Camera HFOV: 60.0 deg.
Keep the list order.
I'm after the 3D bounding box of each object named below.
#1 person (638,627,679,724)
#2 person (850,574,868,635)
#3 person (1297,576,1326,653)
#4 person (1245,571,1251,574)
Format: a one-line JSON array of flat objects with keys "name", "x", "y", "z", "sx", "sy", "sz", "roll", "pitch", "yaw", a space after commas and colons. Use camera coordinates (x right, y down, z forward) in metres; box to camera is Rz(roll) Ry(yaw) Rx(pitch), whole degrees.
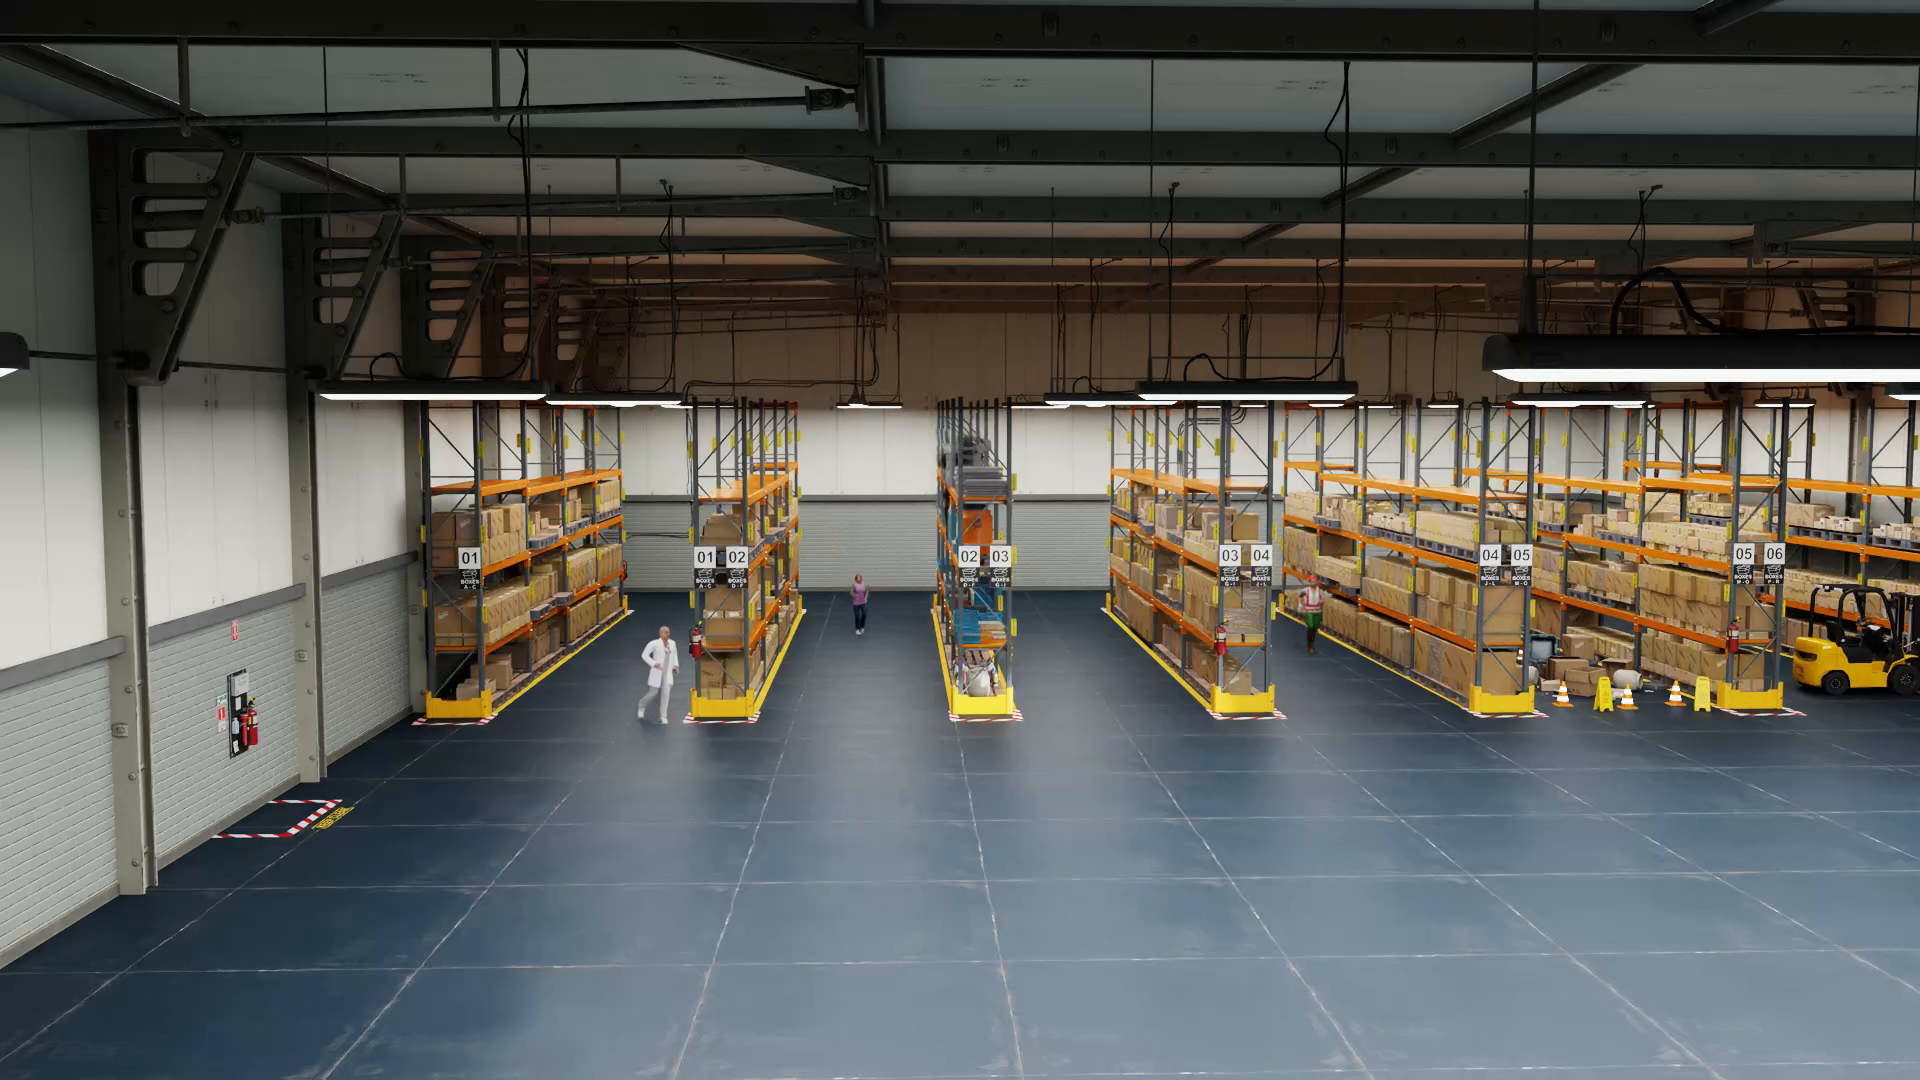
[{"name": "person", "x": -5.486, "y": 2.469, "z": 30.702, "sx": 0.772, "sy": 1.734, "sz": 1.027, "roll": -3, "pitch": 5, "yaw": -36}, {"name": "person", "x": -2.554, "y": 1.656, "z": 42.451, "sx": 0.519, "sy": 1.568, "sz": 0.615, "roll": -1, "pitch": 5, "yaw": -14}, {"name": "person", "x": 8.400, "y": 1.768, "z": 39.647, "sx": 0.643, "sy": 1.846, "sz": 0.774, "roll": -1, "pitch": 4, "yaw": -7}, {"name": "person", "x": 8.090, "y": 1.325, "z": 45.575, "sx": 0.669, "sy": 1.847, "sz": 0.833, "roll": 0, "pitch": 4, "yaw": 4}]
